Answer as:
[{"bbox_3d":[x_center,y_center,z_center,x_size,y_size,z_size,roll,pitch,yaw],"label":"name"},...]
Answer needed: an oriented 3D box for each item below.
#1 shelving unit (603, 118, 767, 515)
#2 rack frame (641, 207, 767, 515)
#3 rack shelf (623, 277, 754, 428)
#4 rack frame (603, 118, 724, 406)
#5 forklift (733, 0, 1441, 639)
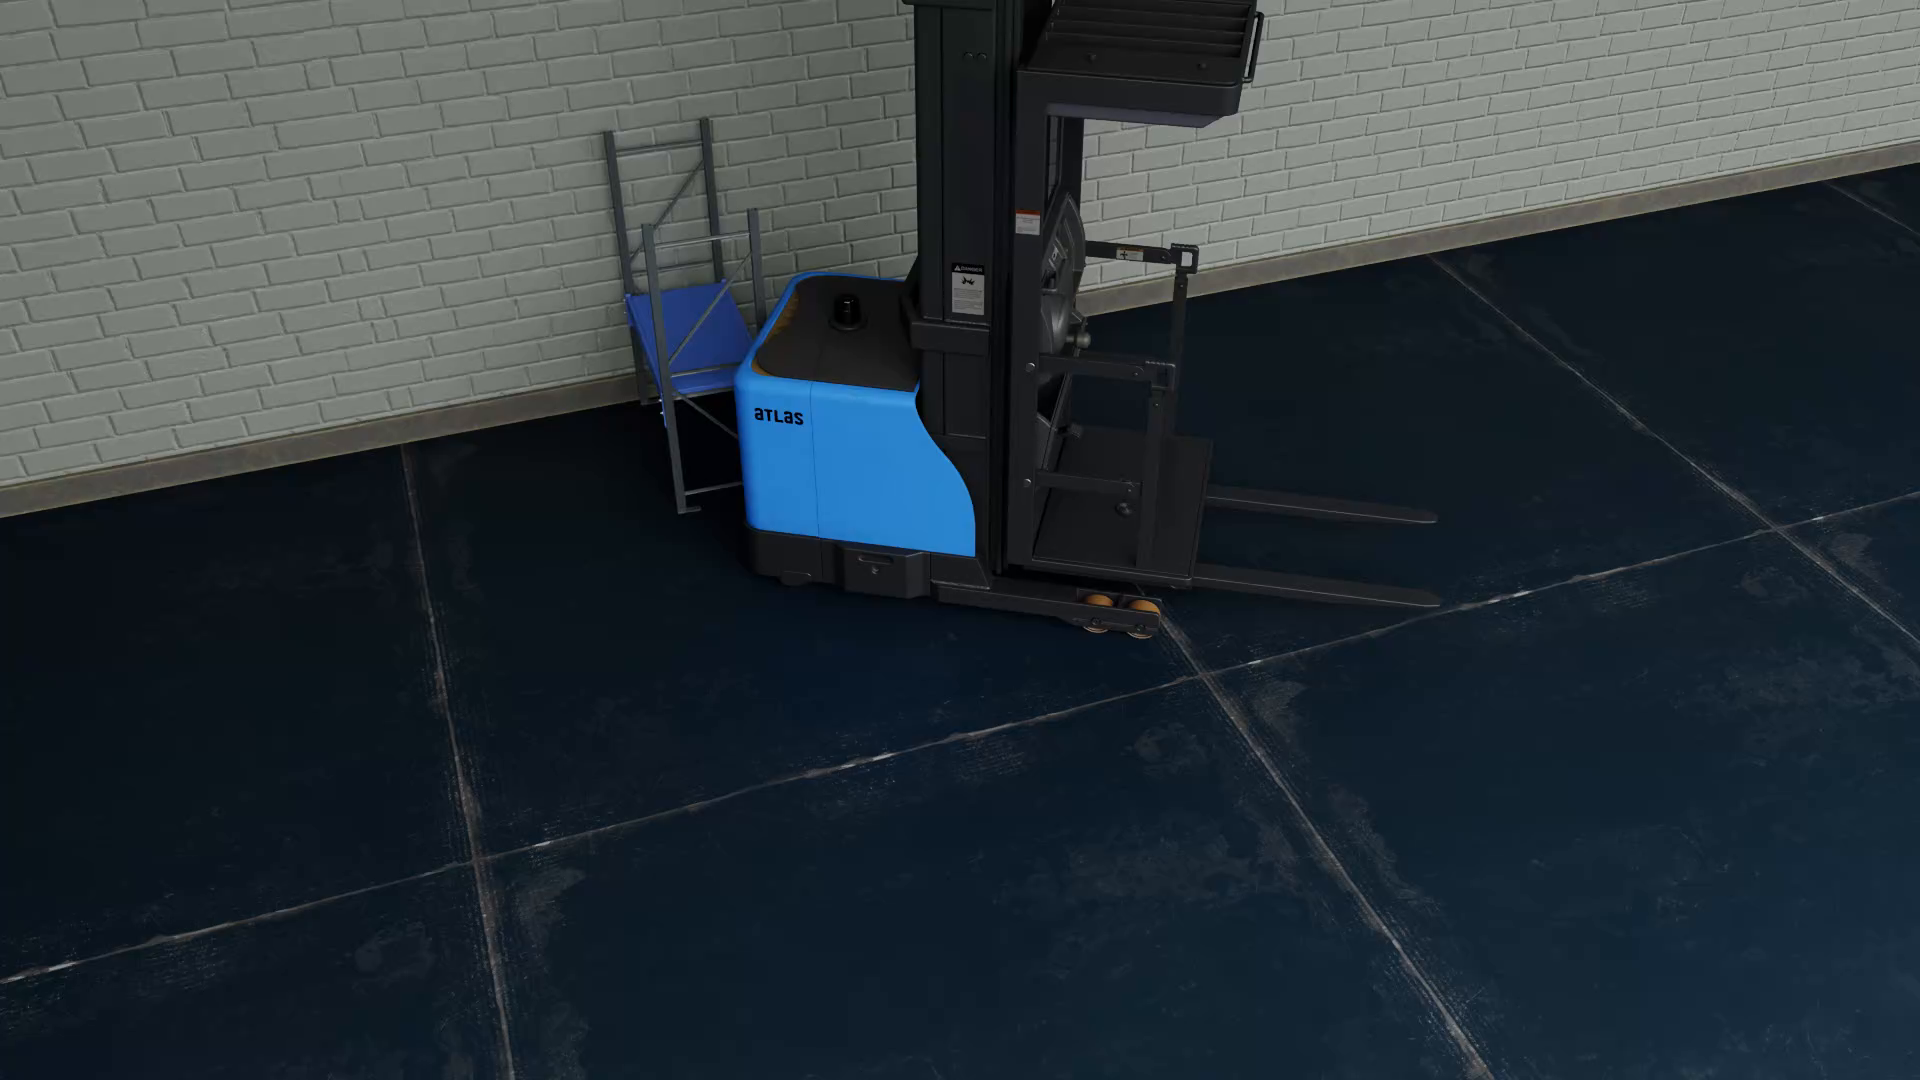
[{"bbox_3d":[-1.271,-1.066,7.919,0.538,1.500,1.048,-11,38,-15],"label":"shelving unit"},{"bbox_3d":[-1.108,-0.777,7.535,0.500,1.500,0.032,-11,38,-15],"label":"rack frame"},{"bbox_3d":[-1.271,-0.923,8.028,0.538,0.185,1.000,-11,38,-15],"label":"rack shelf"},{"bbox_3d":[-1.433,-1.356,8.304,0.500,1.500,0.032,-11,38,-15],"label":"rack frame"},{"bbox_3d":[0.610,-1.095,6.768,3.031,2.935,1.130,7,38,9],"label":"forklift"}]
